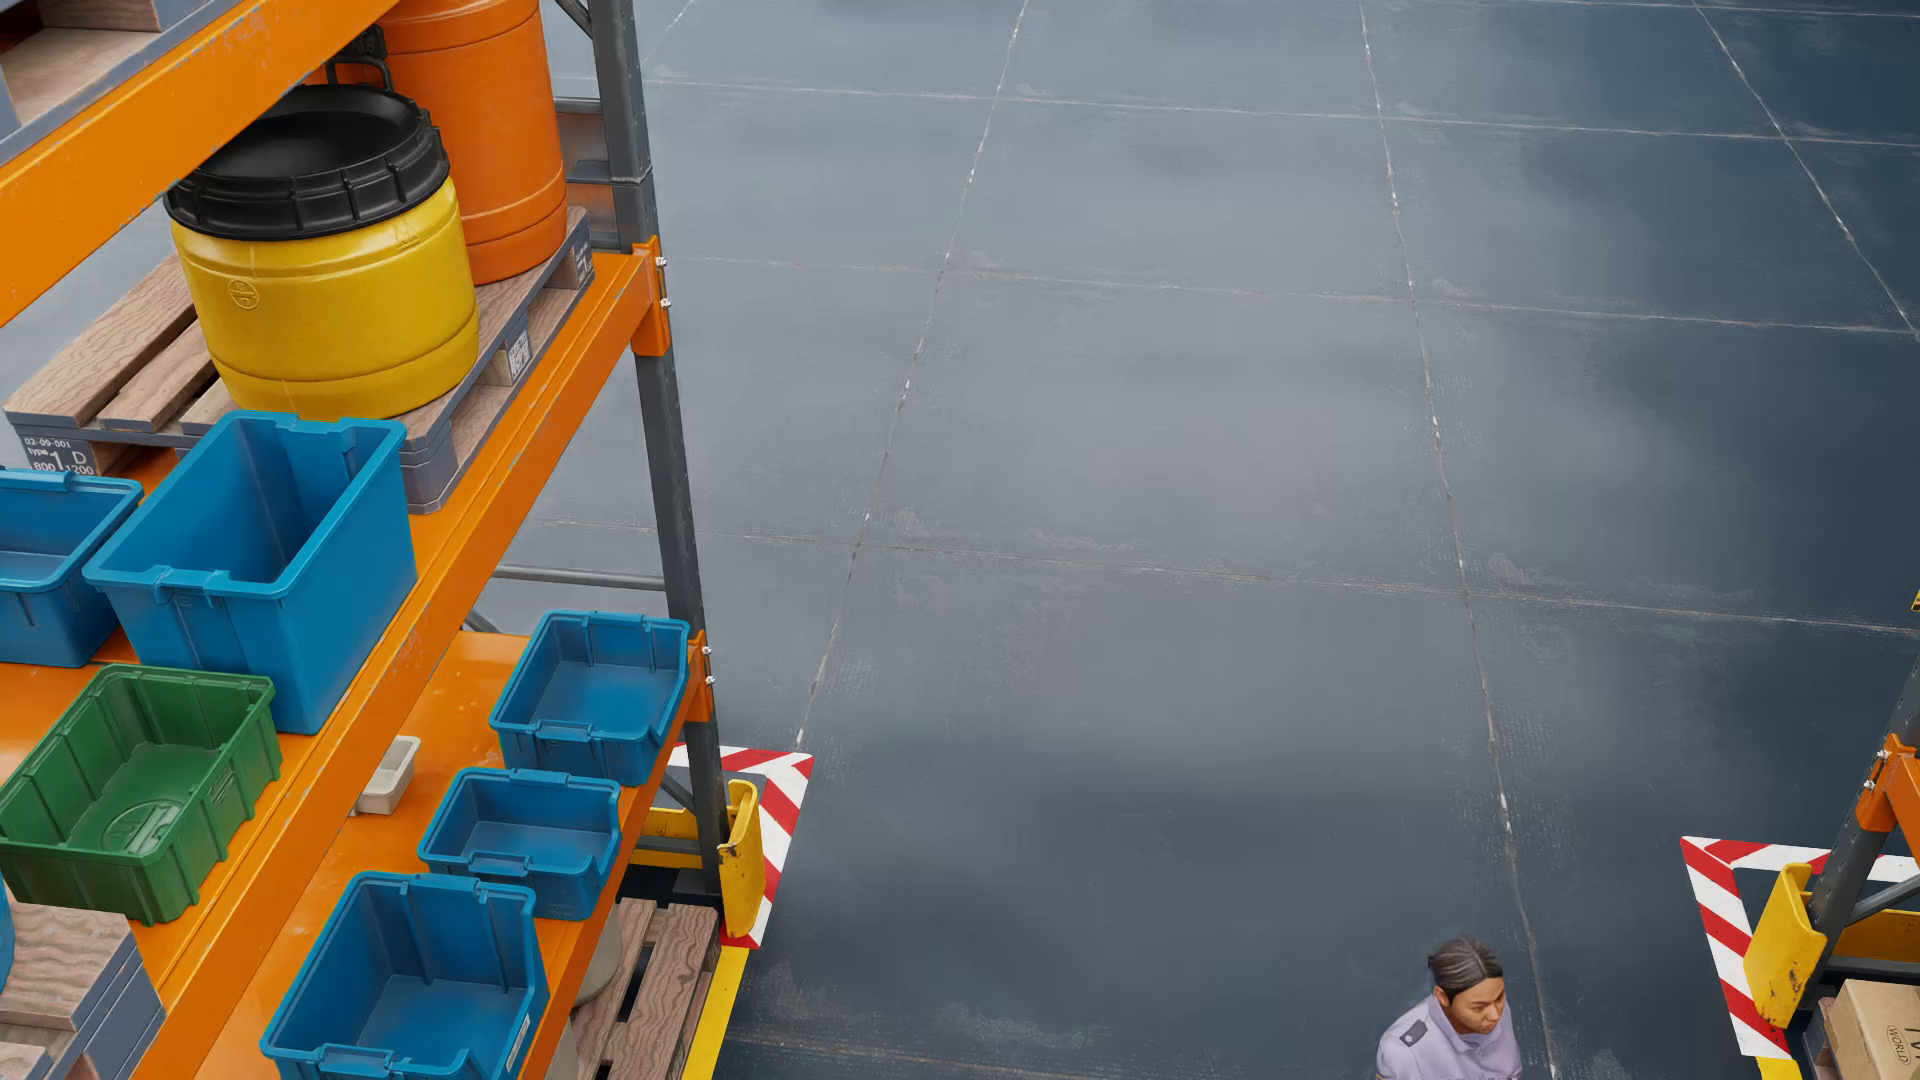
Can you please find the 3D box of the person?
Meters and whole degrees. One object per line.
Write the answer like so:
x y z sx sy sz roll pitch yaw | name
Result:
1.347 1.739 4.673 0.503 1.601 0.936 -19 40 -24 | person
